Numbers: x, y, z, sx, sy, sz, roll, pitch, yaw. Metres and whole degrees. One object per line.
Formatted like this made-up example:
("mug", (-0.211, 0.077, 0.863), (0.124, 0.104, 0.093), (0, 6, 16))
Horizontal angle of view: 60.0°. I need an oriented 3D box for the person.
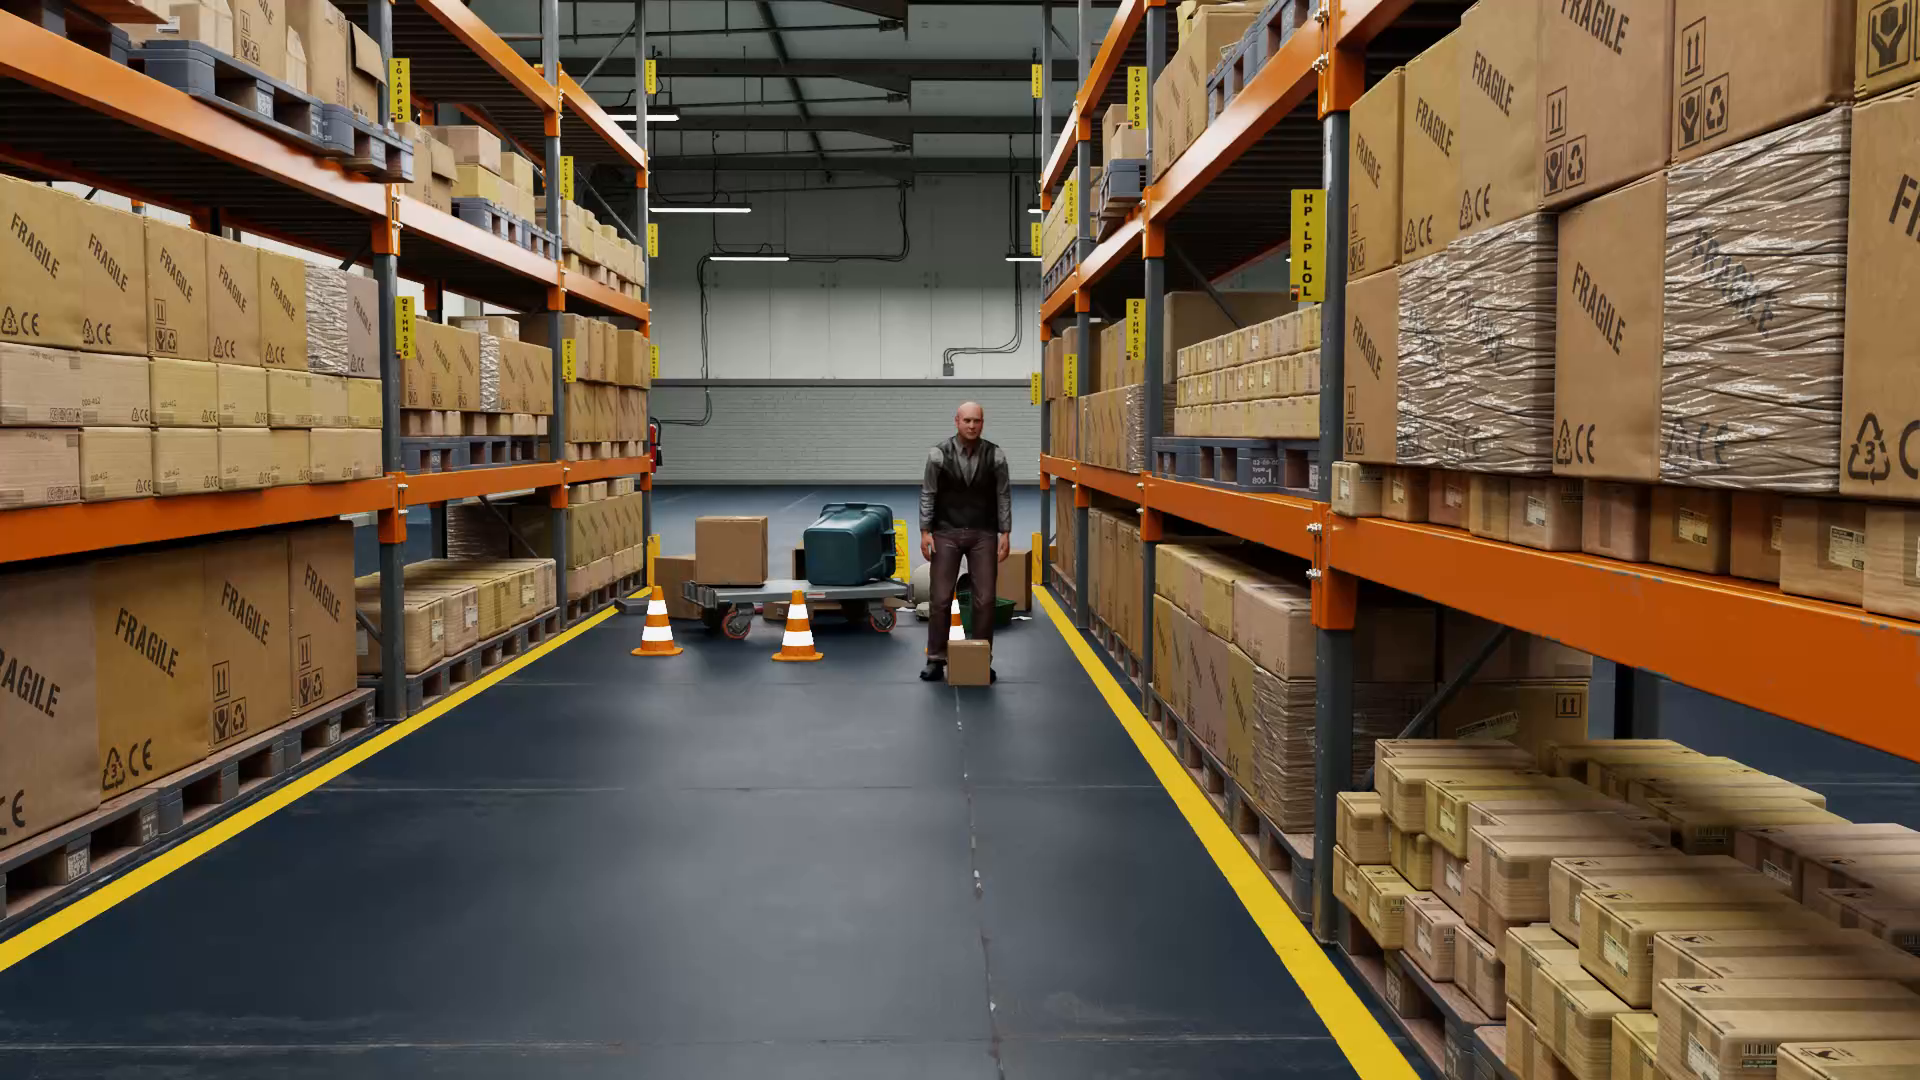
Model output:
("person", (0.035, -0.029, 10.428), (0.583, 1.663, 0.412), (0, 4, -5))
